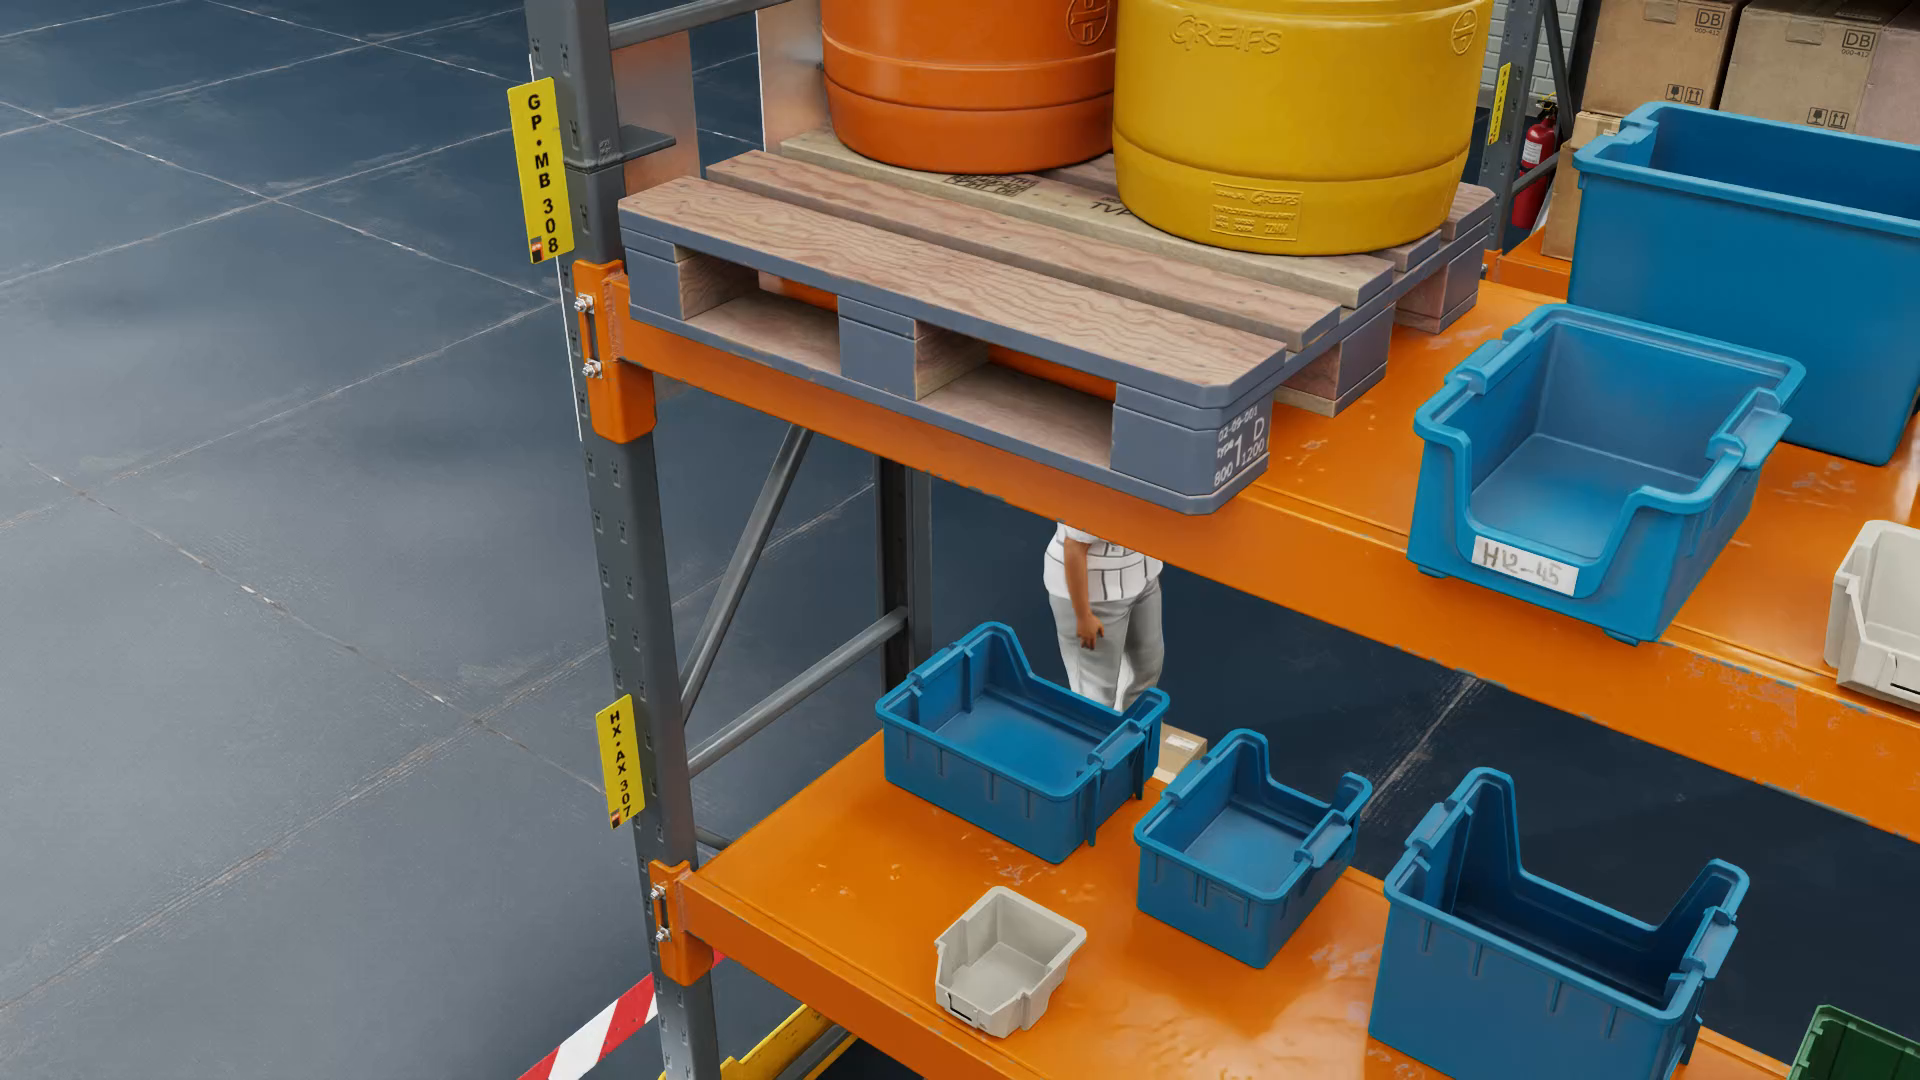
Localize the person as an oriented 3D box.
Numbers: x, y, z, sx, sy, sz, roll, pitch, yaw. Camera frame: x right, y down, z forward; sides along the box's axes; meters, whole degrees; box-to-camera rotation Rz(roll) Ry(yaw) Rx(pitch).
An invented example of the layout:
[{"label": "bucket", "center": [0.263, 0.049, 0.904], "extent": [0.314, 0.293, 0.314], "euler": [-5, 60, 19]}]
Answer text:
[{"label": "person", "center": [0.548, 0.180, 5.829], "extent": [0.470, 1.664, 0.549], "euler": [20, 36, 29]}]
